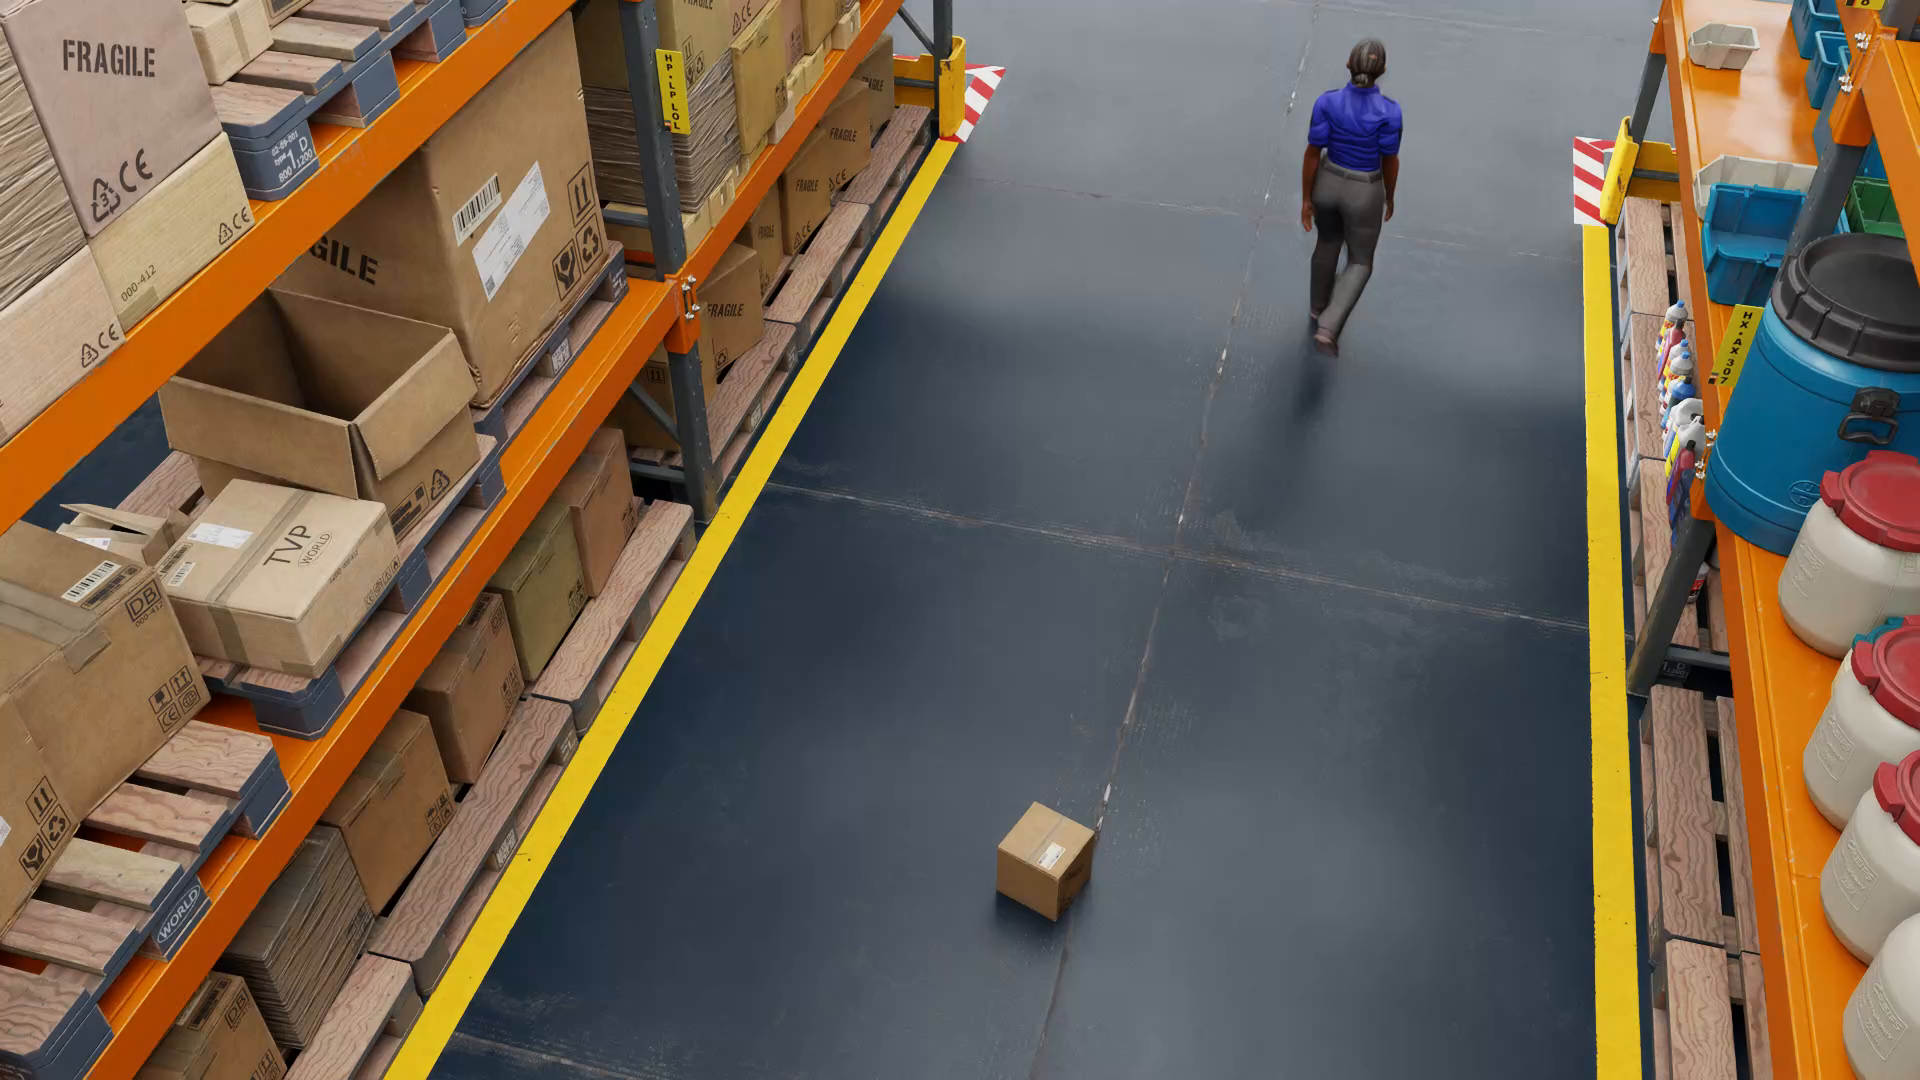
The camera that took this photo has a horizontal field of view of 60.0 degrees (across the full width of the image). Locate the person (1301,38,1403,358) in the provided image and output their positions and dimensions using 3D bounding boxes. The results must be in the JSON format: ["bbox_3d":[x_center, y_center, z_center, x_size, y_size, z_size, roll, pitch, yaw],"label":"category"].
[{"bbox_3d":[1.864,-1.659,8.038,0.432,1.617,0.817,20,45,21],"label":"person"}]
